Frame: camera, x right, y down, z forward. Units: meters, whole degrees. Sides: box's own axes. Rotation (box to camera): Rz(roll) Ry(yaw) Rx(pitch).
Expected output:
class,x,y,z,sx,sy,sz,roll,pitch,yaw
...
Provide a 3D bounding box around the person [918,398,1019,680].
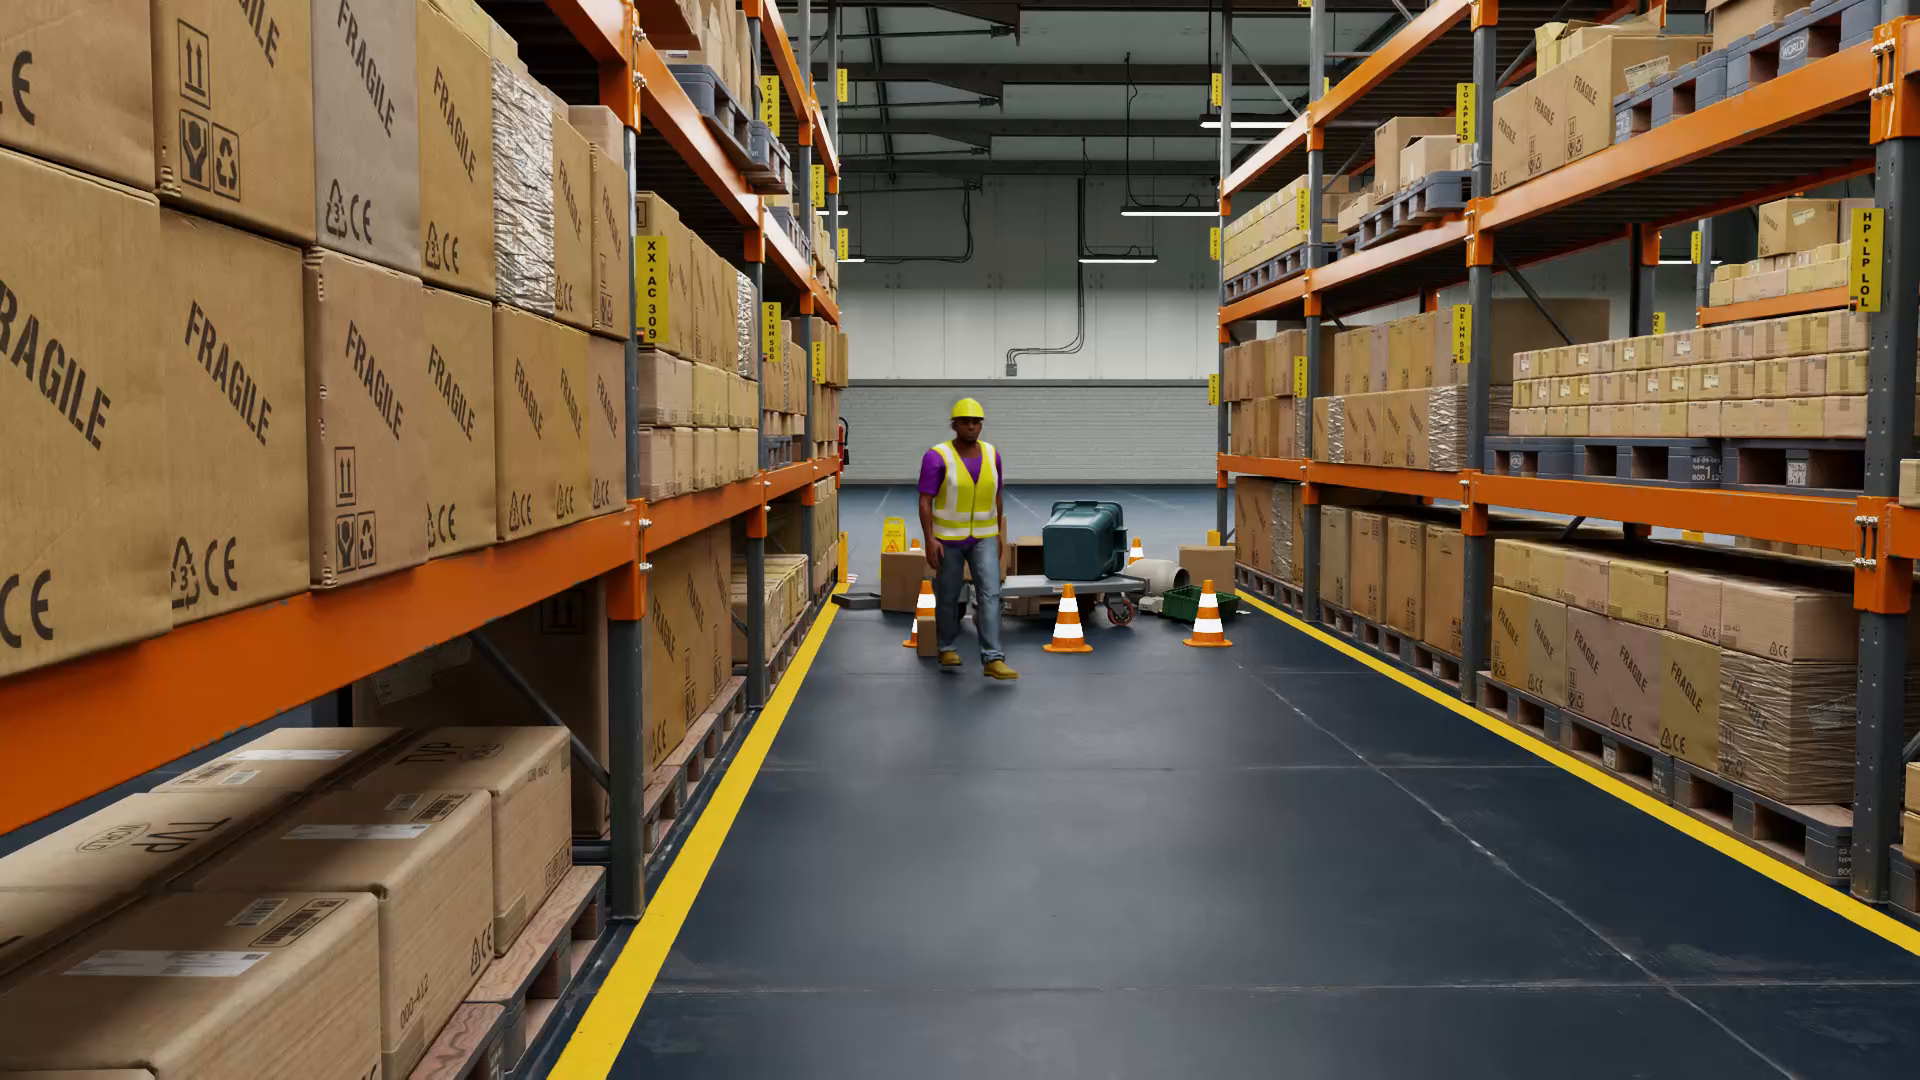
class,x,y,z,sx,sy,sz,roll,pitch,yaw
person,0.038,-0.025,10.297,0.604,1.699,0.986,-1,4,-15
